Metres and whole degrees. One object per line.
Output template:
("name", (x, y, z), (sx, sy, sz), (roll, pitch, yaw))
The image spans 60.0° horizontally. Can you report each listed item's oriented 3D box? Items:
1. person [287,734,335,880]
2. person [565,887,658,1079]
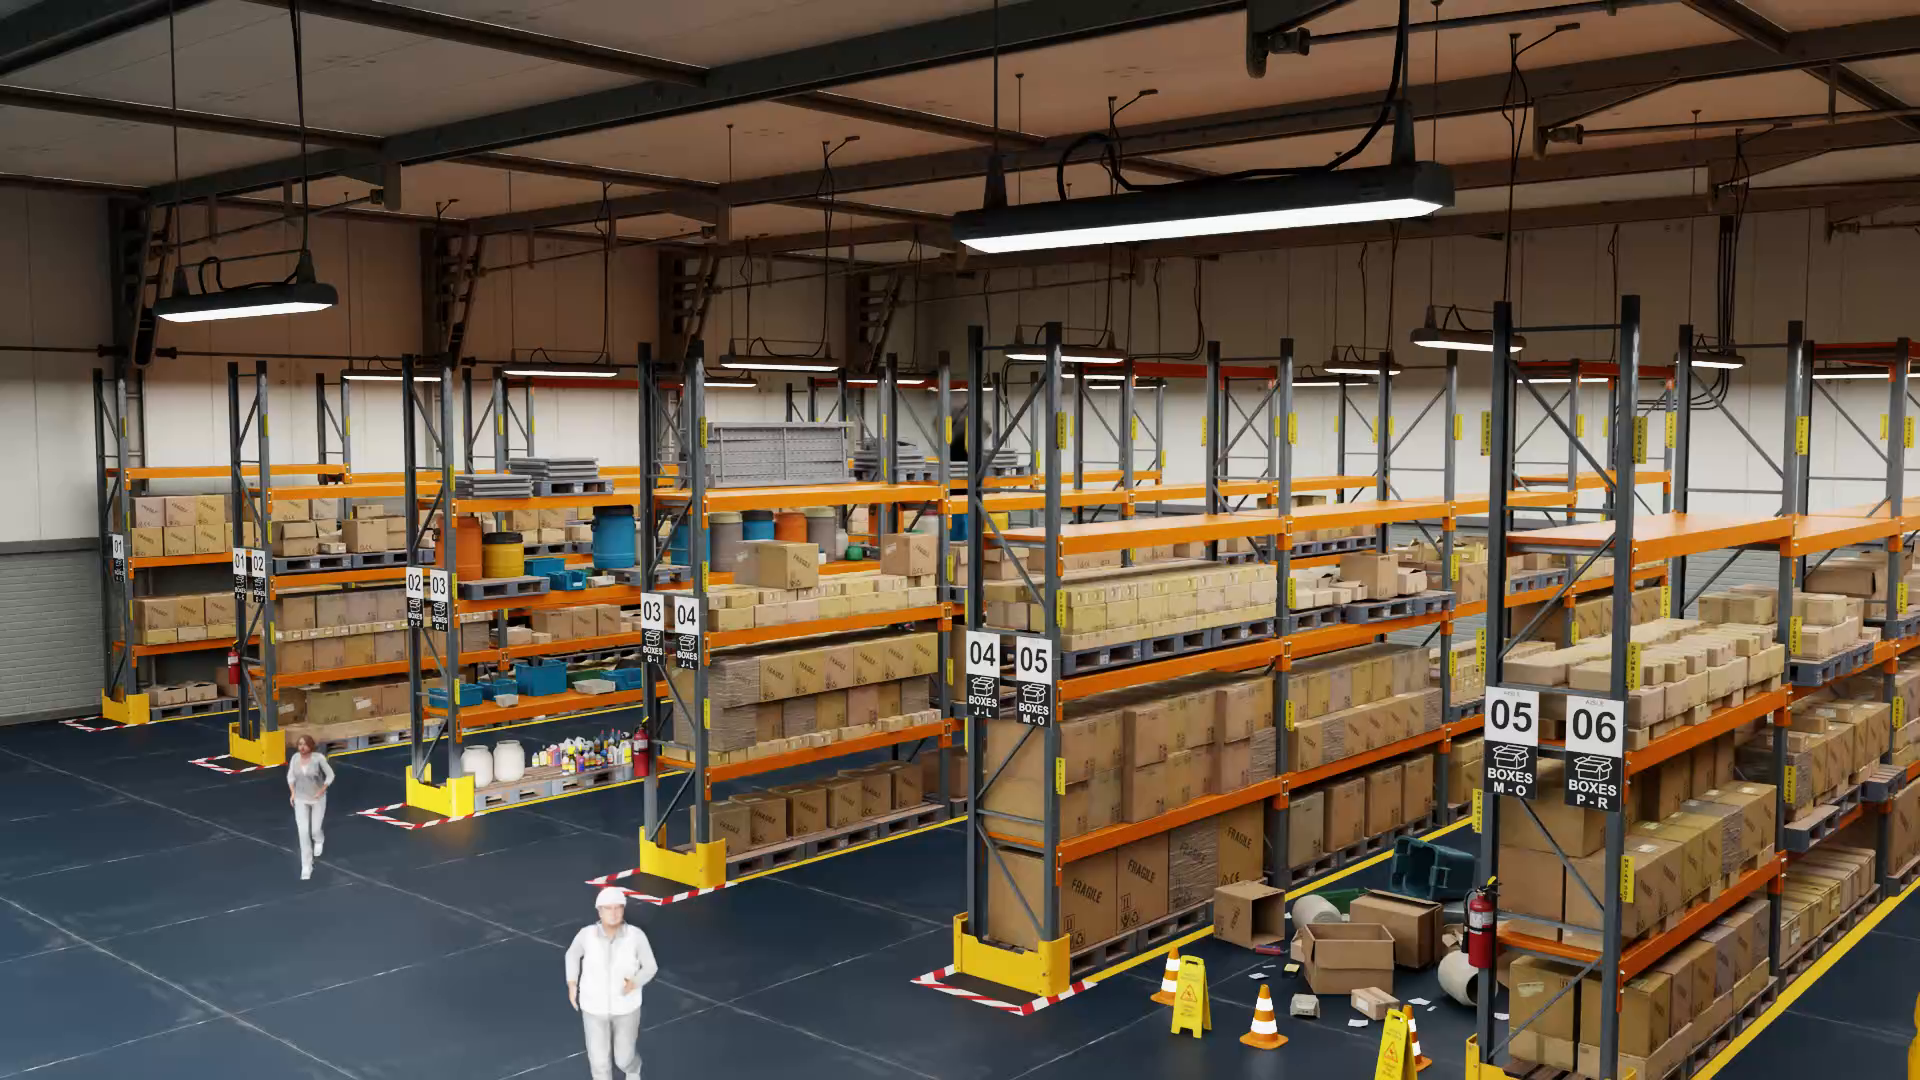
("person", (-7.383, 2.983, 18.939), (0.525, 1.609, 0.732), (-1, 4, -10))
("person", (-2.528, 3.376, 12.067), (0.664, 1.754, 0.997), (-1, 4, -10))
